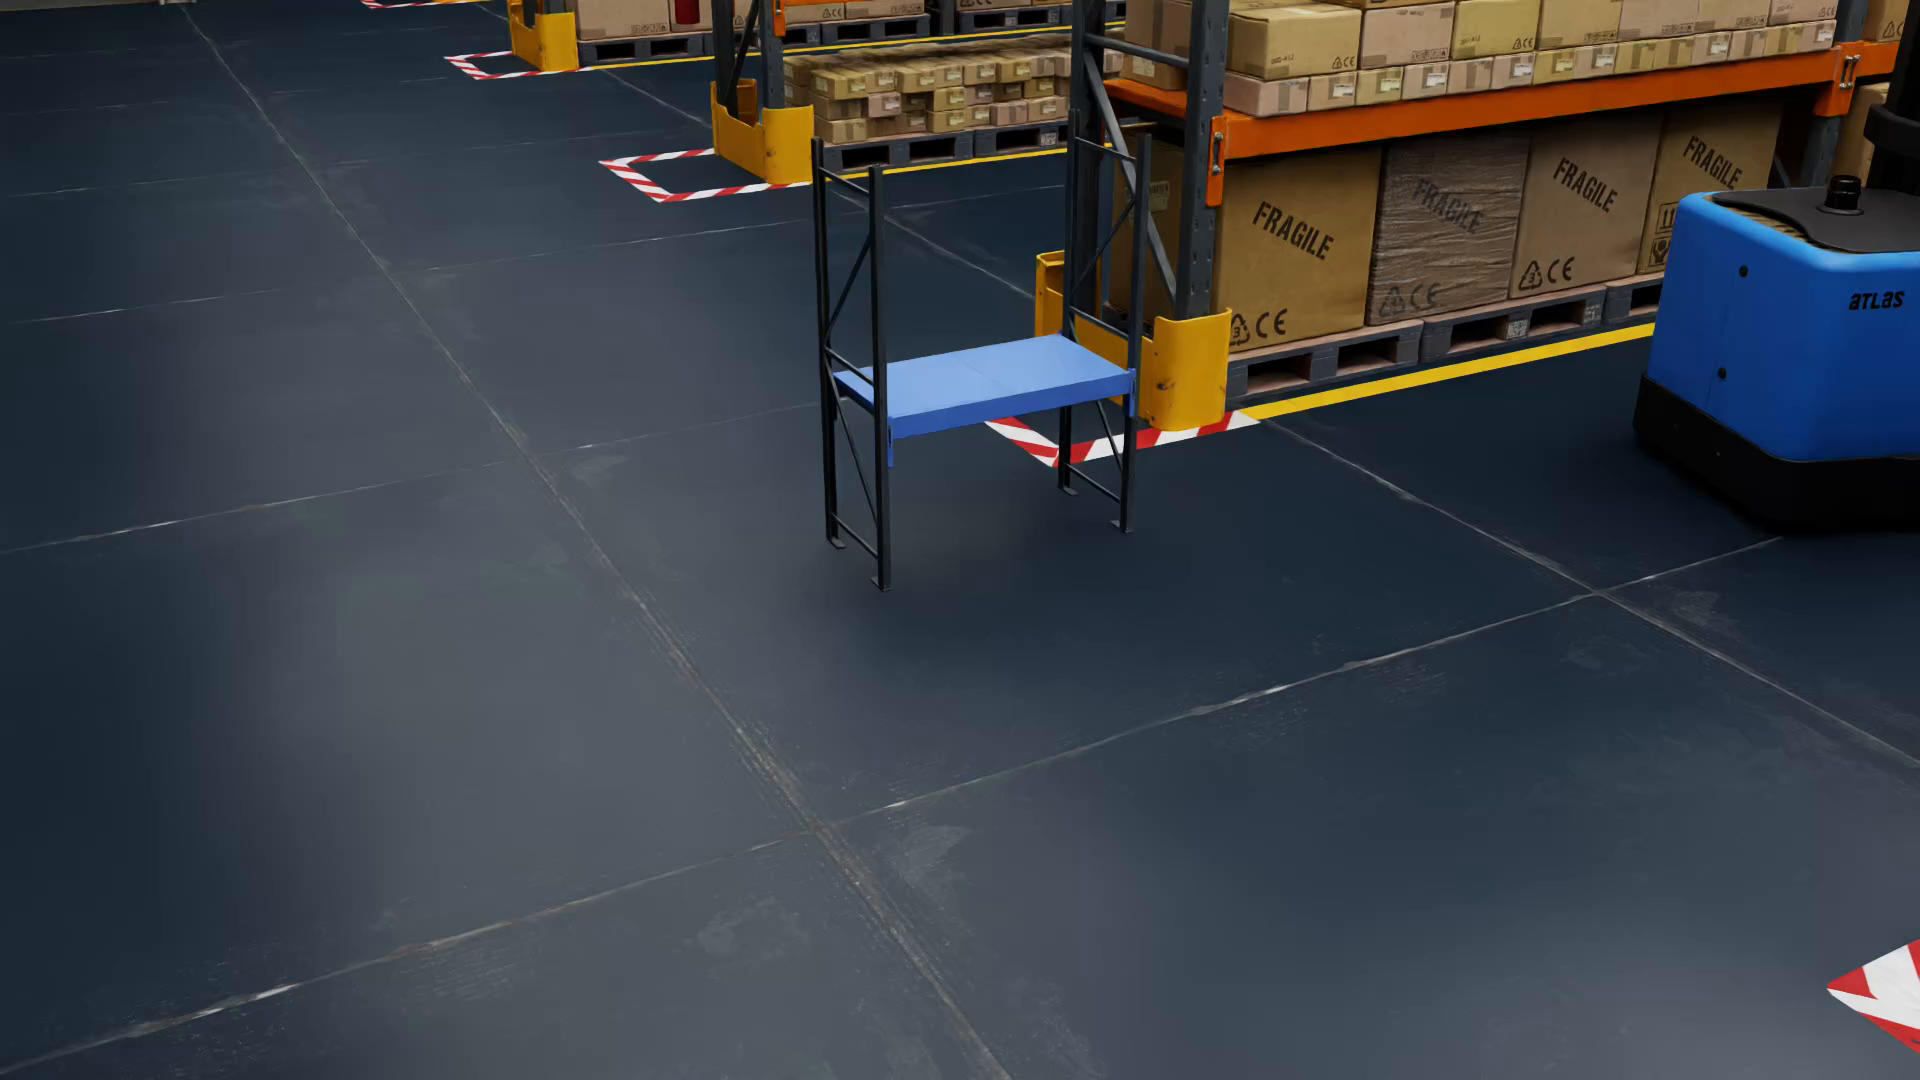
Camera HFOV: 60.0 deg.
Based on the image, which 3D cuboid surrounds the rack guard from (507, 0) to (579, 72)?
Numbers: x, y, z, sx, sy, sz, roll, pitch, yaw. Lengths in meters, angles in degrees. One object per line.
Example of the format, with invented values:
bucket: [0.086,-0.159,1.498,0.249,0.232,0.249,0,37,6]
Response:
rack guard: [-3.897,-4.727,15.518,0.348,0.500,1.175,-13,29,-25]

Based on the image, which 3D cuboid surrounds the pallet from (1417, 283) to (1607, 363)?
pallet: [2.531,-1.257,8.623,1.213,0.211,1.003,-13,29,-25]

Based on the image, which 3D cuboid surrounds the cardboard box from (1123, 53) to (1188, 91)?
cardboard box: [0.947,-2.159,7.572,0.250,0.149,0.380,-12,28,-24]

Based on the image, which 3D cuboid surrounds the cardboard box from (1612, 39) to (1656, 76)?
cardboard box: [3.068,-2.327,7.920,0.250,0.149,0.380,-13,29,-26]

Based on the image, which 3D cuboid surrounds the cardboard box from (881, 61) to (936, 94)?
cardboard box: [-0.366,-3.243,11.660,0.250,0.149,0.380,-13,29,-25]

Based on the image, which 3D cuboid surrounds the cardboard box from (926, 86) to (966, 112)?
cardboard box: [-0.154,-3.165,11.841,0.250,0.149,0.380,-12,28,-24]

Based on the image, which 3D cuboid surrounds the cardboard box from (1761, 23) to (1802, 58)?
cardboard box: [3.975,-2.536,8.356,0.250,0.149,0.380,-12,28,-24]

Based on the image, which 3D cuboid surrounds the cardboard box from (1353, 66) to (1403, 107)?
cardboard box: [1.707,-2.012,7.266,0.250,0.149,0.380,-14,29,-26]

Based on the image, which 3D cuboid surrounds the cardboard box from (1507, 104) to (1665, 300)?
cardboard box: [2.903,-1.833,8.572,0.875,0.875,0.875,-13,29,-25]

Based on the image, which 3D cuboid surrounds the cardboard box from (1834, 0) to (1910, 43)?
cardboard box: [4.841,-2.932,8.776,0.500,0.500,0.500,-13,29,-25]

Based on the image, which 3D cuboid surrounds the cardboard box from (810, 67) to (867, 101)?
cardboard box: [-0.835,-3.138,11.442,0.250,0.149,0.380,-14,29,-27]

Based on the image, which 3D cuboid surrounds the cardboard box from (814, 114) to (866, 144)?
cardboard box: [-0.844,-2.878,11.586,0.250,0.149,0.380,-12,28,-24]

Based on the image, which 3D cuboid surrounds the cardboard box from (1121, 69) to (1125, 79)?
cardboard box: [1.215,-3.522,12.584,0.250,0.149,0.380,-13,28,-25]

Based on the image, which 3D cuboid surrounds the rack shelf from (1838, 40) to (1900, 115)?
rack shelf: [6.082,-2.972,9.805,4.000,0.370,1.077,-13,29,-25]

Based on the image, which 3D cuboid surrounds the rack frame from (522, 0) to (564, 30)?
rack frame: [-3.876,-5.859,14.987,0.127,3.000,1.000,-13,29,-25]

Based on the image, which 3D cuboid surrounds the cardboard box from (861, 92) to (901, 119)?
cardboard box: [-0.606,-3.070,11.644,0.250,0.149,0.380,-13,29,-25]

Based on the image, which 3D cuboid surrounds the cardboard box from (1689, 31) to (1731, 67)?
cardboard box: [3.522,-2.431,8.139,0.250,0.149,0.380,-12,28,-24]

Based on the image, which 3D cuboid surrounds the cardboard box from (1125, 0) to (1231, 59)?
cardboard box: [1.090,-2.341,7.489,0.500,0.250,0.500,-13,29,-26]

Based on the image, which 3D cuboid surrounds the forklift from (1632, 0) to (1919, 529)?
forklift: [4.429,-1.655,6.310,3.031,2.935,1.130,-4,26,-9]

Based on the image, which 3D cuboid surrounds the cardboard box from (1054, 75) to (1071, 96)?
cardboard box: [0.754,-3.415,12.363,0.250,0.149,0.380,-14,29,-28]

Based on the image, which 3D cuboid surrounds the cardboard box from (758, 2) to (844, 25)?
cardboard box: [-1.740,-5.438,16.587,0.875,0.438,0.875,-14,29,-27]

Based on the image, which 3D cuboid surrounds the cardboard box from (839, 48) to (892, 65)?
cardboard box: [-0.692,-3.496,12.188,0.250,0.149,0.380,-14,29,-26]

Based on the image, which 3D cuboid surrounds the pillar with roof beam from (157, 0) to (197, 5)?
pillar with roof beam: [-6.992,-8.609,13.784,0.400,9.000,9.100,-13,29,-25]

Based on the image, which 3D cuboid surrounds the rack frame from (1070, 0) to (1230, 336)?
rack frame: [0.788,-2.074,7.105,0.127,3.000,1.000,-13,29,-25]

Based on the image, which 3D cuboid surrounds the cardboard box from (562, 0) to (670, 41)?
cardboard box: [-3.340,-5.066,15.810,0.875,0.438,0.875,-14,29,-27]

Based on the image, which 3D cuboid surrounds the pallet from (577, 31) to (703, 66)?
pallet: [-3.207,-4.795,15.992,1.213,0.211,1.003,-13,29,-25]

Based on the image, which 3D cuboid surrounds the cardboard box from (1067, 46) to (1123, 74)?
cardboard box: [0.997,-3.570,12.341,0.250,0.149,0.380,-15,29,-28]

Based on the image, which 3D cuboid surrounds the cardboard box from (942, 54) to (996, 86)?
cardboard box: [0.063,-3.378,11.941,0.250,0.149,0.380,-12,28,-23]

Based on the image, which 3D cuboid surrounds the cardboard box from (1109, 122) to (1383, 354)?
cardboard box: [1.315,-1.467,7.809,0.875,0.875,0.875,-13,29,-25]

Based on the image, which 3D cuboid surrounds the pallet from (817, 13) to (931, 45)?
pallet: [-1.054,-5.292,17.027,1.213,0.211,1.003,-13,29,-25]

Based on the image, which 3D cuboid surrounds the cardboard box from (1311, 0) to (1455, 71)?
cardboard box: [1.794,-2.244,7.287,0.500,0.250,0.500,-13,29,-26]

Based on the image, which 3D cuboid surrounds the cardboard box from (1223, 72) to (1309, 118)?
cardboard box: [1.256,-1.907,7.047,0.250,0.149,0.380,-13,28,-25]

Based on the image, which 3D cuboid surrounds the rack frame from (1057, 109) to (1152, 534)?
rack frame: [0.524,-0.797,6.177,0.032,1.500,0.500,-13,29,-25]

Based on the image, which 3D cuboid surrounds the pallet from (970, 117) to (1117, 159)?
pallet: [0.418,-3.146,12.559,1.213,0.211,1.003,-13,29,-25]

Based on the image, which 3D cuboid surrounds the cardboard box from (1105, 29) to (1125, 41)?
cardboard box: [1.200,-3.881,12.989,0.250,0.149,0.380,-13,29,-26]

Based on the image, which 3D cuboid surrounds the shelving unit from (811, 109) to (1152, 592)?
shelving unit: [0.075,-0.693,5.962,1.048,1.500,0.538,-13,29,-25]

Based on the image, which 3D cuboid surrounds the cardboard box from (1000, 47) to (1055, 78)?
cardboard box: [0.494,-3.502,12.199,0.250,0.149,0.380,-13,29,-25]

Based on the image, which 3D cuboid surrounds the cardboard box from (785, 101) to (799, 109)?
cardboard box: [-1.091,-3.080,12.008,0.250,0.149,0.380,-12,28,-24]

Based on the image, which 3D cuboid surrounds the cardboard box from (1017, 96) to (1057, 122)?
cardboard box: [0.514,-3.198,12.253,0.250,0.149,0.380,-13,29,-25]

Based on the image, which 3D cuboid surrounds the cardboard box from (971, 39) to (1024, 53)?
cardboard box: [0.280,-3.676,12.563,0.250,0.149,0.380,-13,28,-25]

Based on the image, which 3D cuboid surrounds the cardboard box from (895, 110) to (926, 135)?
cardboard box: [-0.436,-3.015,11.873,0.250,0.149,0.380,-13,28,-25]

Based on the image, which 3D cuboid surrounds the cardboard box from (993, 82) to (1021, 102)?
cardboard box: [0.255,-3.326,12.177,0.250,0.149,0.380,-11,28,-22]

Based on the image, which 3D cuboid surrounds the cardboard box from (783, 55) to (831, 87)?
cardboard box: [-1.109,-3.366,11.916,0.250,0.149,0.380,-13,28,-25]

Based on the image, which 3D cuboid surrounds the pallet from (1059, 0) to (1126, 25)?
pallet: [1.377,-5.853,18.196,1.213,0.211,1.003,-13,29,-25]

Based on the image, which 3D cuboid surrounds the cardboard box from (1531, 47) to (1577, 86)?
cardboard box: [2.613,-2.221,7.701,0.250,0.149,0.380,-14,29,-26]

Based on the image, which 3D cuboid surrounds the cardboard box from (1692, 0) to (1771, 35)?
cardboard box: [3.595,-2.659,8.152,0.500,0.250,0.500,-12,28,-24]

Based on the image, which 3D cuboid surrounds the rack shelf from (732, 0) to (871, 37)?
rack shelf: [0.307,-4.072,12.097,4.000,0.370,1.077,-13,29,-25]

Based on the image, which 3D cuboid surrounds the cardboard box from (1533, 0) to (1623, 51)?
cardboard box: [2.697,-2.453,7.723,0.500,0.250,0.500,-14,29,-26]

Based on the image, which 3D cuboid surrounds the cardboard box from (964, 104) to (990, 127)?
cardboard box: [0.021,-3.114,12.079,0.250,0.149,0.380,-13,29,-25]

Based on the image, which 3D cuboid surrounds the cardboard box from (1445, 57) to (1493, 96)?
cardboard box: [2.162,-2.117,7.484,0.250,0.149,0.380,-14,29,-26]

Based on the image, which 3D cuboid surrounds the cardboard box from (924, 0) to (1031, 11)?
cardboard box: [0.163,-6.062,17.380,0.875,0.875,0.875,-12,28,-24]

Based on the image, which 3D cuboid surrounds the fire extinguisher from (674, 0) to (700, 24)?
fire extinguisher: [-1.897,-3.911,11.450,0.183,0.674,0.296,-13,29,-25]

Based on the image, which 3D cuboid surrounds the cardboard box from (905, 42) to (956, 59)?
cardboard box: [-0.223,-3.601,12.406,0.250,0.149,0.380,-12,28,-23]

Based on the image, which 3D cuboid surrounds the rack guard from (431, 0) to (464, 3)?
rack guard: [-6.148,-6.642,19.507,0.348,0.500,1.175,-13,29,-25]

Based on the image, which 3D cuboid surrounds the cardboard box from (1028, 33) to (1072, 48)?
cardboard box: [0.717,-3.799,12.818,0.250,0.149,0.380,-12,28,-24]
